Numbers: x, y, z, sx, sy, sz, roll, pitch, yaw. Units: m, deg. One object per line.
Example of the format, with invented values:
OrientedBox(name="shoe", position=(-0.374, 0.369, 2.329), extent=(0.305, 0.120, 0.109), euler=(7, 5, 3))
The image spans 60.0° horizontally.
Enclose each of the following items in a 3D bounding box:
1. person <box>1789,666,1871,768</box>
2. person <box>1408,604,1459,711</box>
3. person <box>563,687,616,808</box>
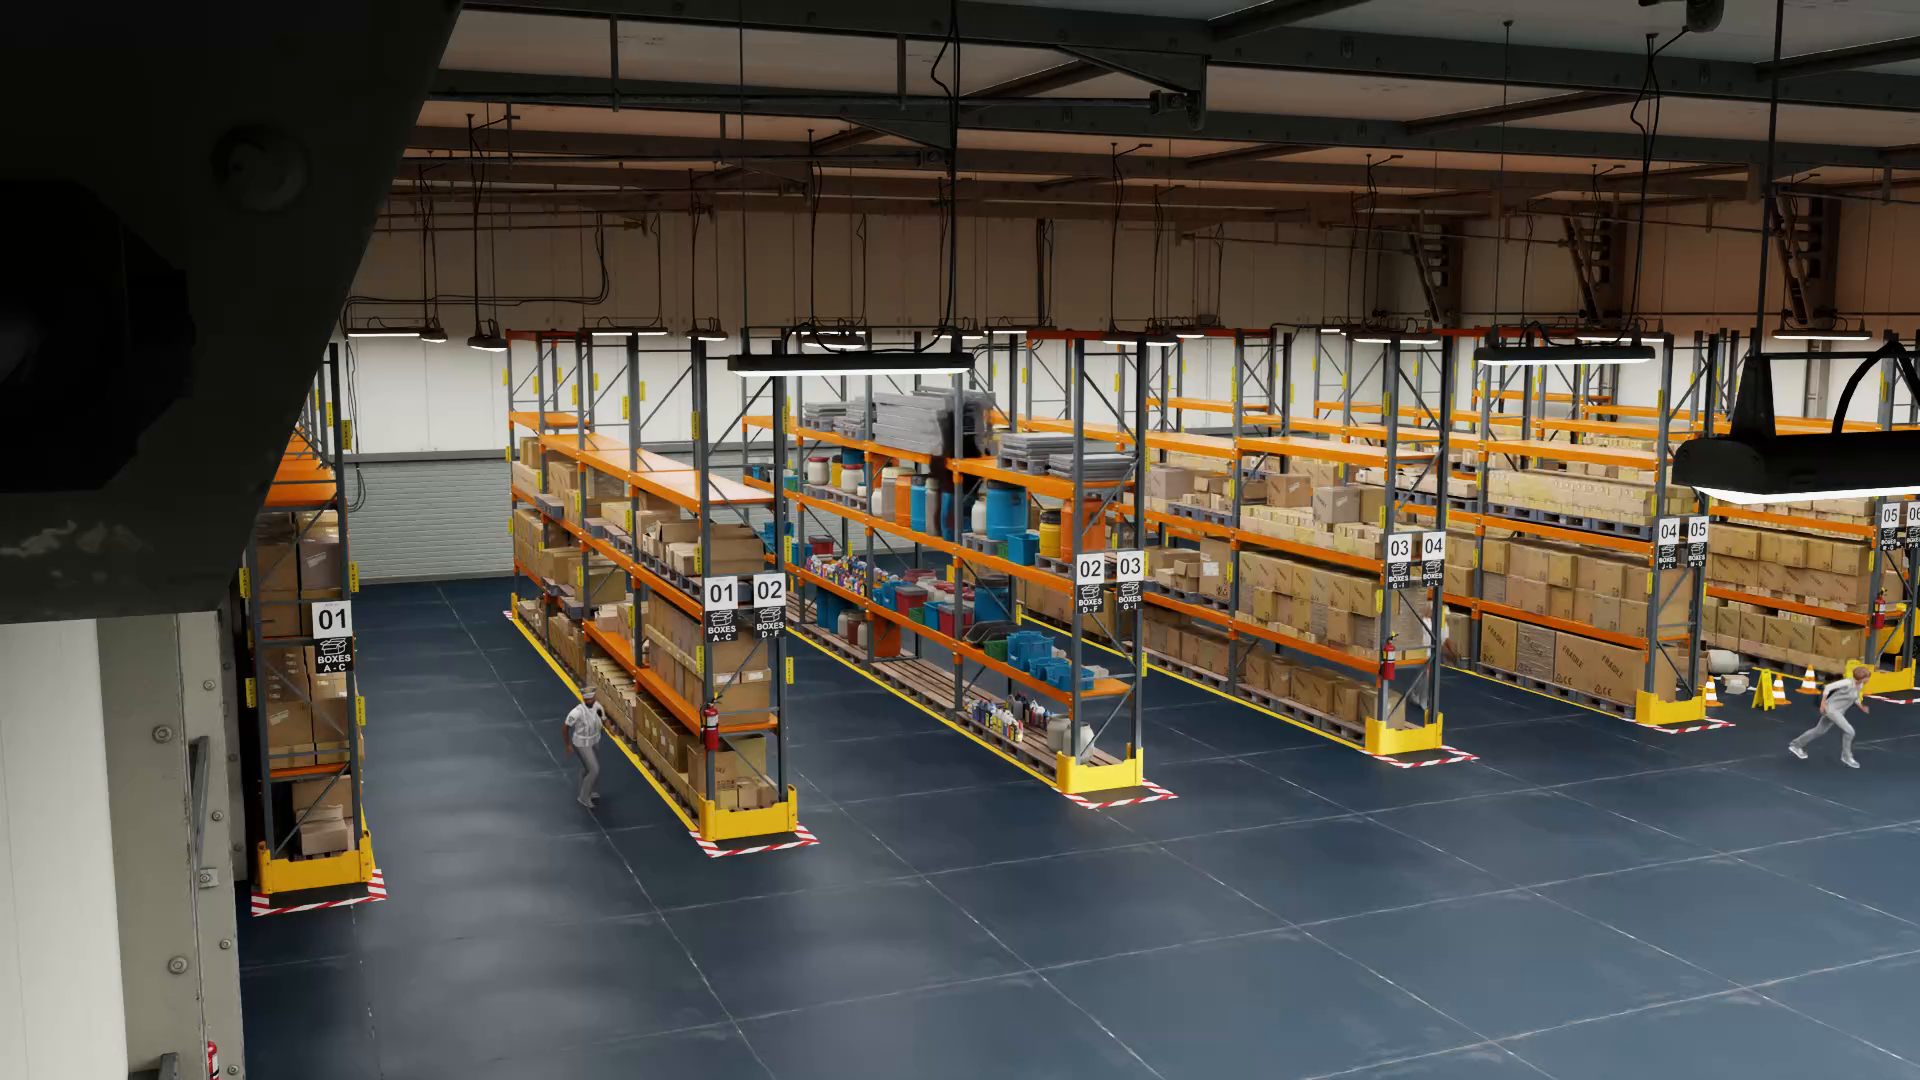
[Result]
OrientedBox(name="person", position=(12.247, 2.433, 23.391), extent=(0.540, 1.425, 0.981), euler=(-8, 11, -44))
OrientedBox(name="person", position=(7.580, 1.851, 26.817), extent=(0.670, 1.717, 0.774), euler=(-6, 10, -37))
OrientedBox(name="person", position=(-4.753, 2.660, 21.484), extent=(0.768, 1.634, 0.598), euler=(4, 9, 25))
